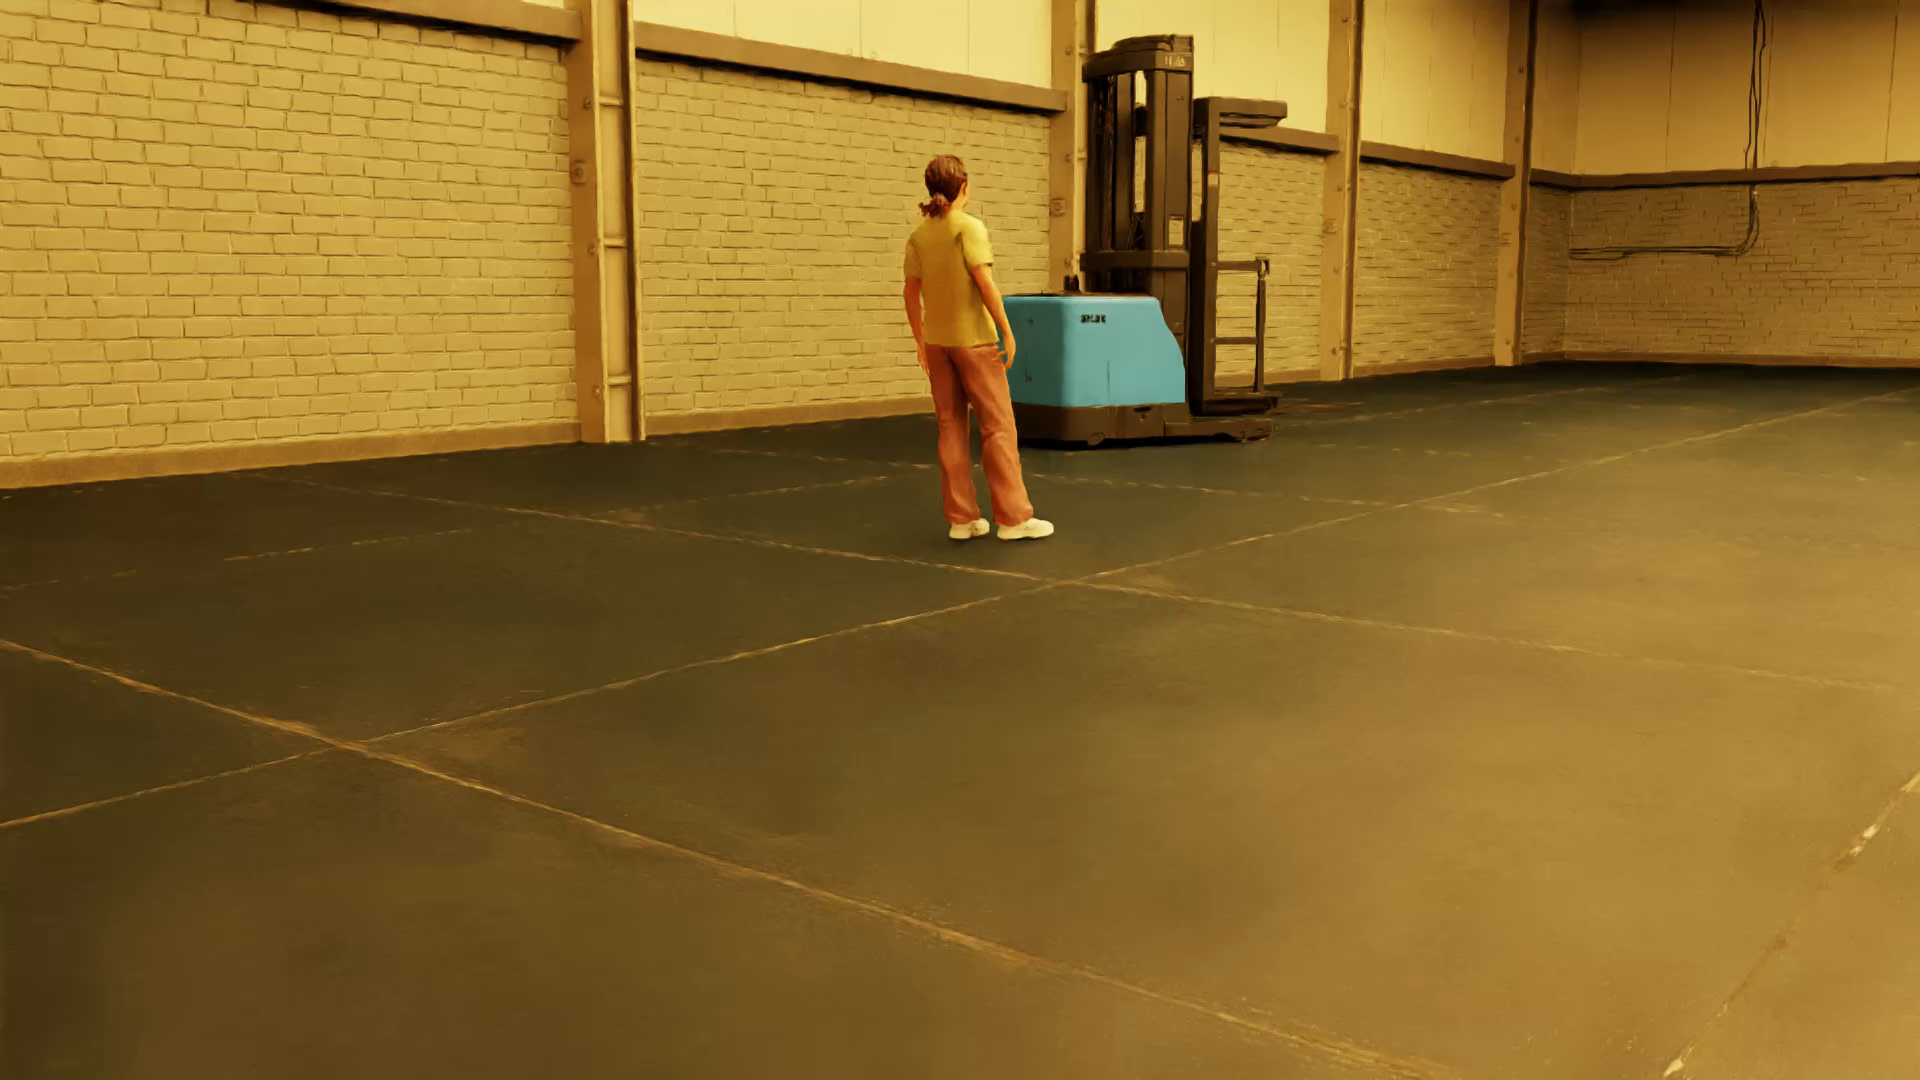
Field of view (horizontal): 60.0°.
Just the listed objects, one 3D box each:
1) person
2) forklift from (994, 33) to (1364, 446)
[{"bbox_3d":[0.055,-0.839,7.333,0.554,1.665,0.548,7,11,38],"label":"person"},{"bbox_3d":[1.768,-2.249,12.649,3.031,2.935,1.130,-5,10,-31],"label":"forklift"}]
